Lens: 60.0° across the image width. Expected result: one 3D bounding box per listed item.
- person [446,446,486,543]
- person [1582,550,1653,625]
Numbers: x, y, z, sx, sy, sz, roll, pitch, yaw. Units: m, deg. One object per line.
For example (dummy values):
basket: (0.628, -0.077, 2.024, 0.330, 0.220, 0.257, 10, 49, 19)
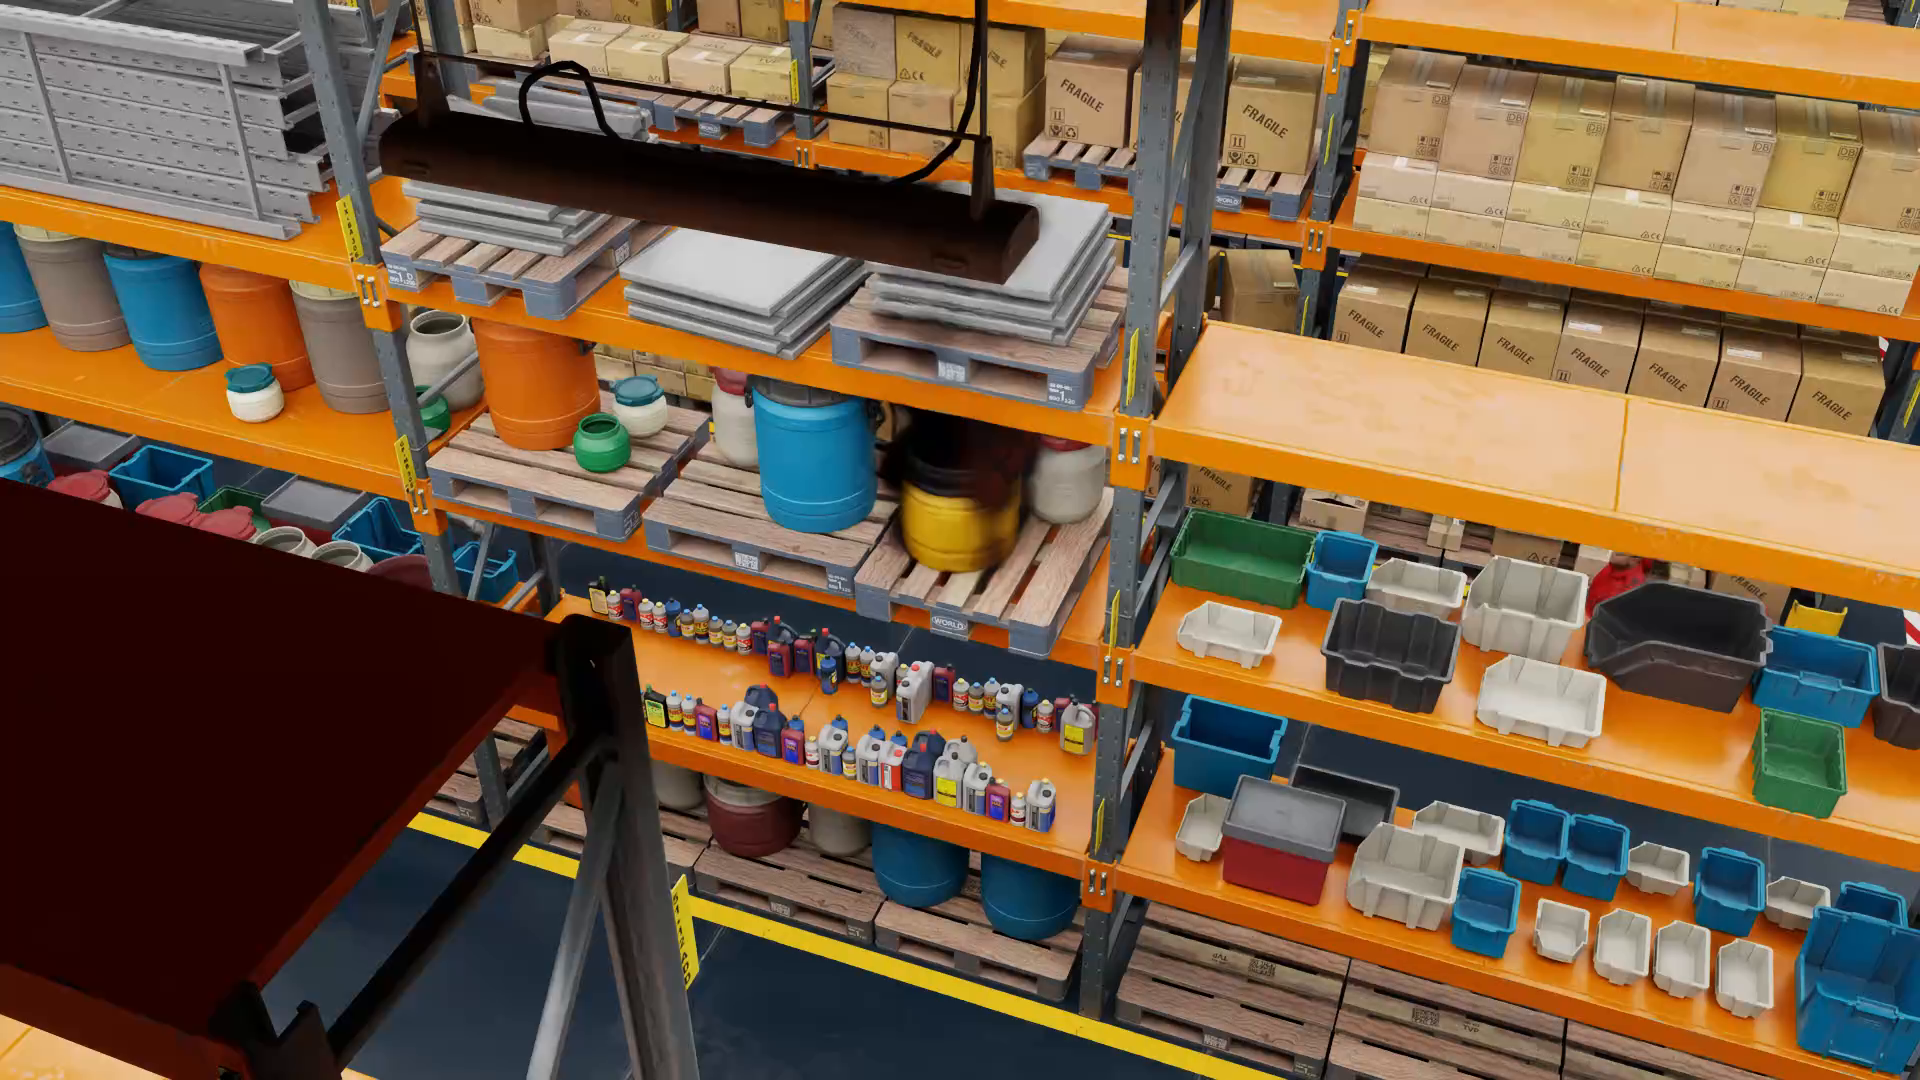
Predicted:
person: (-4.040, -0.569, 12.788, 0.826, 1.682, 0.618, 9, 38, 12)
person: (4.326, 0.692, 11.047, 0.799, 1.787, 0.673, 2, 37, 3)
